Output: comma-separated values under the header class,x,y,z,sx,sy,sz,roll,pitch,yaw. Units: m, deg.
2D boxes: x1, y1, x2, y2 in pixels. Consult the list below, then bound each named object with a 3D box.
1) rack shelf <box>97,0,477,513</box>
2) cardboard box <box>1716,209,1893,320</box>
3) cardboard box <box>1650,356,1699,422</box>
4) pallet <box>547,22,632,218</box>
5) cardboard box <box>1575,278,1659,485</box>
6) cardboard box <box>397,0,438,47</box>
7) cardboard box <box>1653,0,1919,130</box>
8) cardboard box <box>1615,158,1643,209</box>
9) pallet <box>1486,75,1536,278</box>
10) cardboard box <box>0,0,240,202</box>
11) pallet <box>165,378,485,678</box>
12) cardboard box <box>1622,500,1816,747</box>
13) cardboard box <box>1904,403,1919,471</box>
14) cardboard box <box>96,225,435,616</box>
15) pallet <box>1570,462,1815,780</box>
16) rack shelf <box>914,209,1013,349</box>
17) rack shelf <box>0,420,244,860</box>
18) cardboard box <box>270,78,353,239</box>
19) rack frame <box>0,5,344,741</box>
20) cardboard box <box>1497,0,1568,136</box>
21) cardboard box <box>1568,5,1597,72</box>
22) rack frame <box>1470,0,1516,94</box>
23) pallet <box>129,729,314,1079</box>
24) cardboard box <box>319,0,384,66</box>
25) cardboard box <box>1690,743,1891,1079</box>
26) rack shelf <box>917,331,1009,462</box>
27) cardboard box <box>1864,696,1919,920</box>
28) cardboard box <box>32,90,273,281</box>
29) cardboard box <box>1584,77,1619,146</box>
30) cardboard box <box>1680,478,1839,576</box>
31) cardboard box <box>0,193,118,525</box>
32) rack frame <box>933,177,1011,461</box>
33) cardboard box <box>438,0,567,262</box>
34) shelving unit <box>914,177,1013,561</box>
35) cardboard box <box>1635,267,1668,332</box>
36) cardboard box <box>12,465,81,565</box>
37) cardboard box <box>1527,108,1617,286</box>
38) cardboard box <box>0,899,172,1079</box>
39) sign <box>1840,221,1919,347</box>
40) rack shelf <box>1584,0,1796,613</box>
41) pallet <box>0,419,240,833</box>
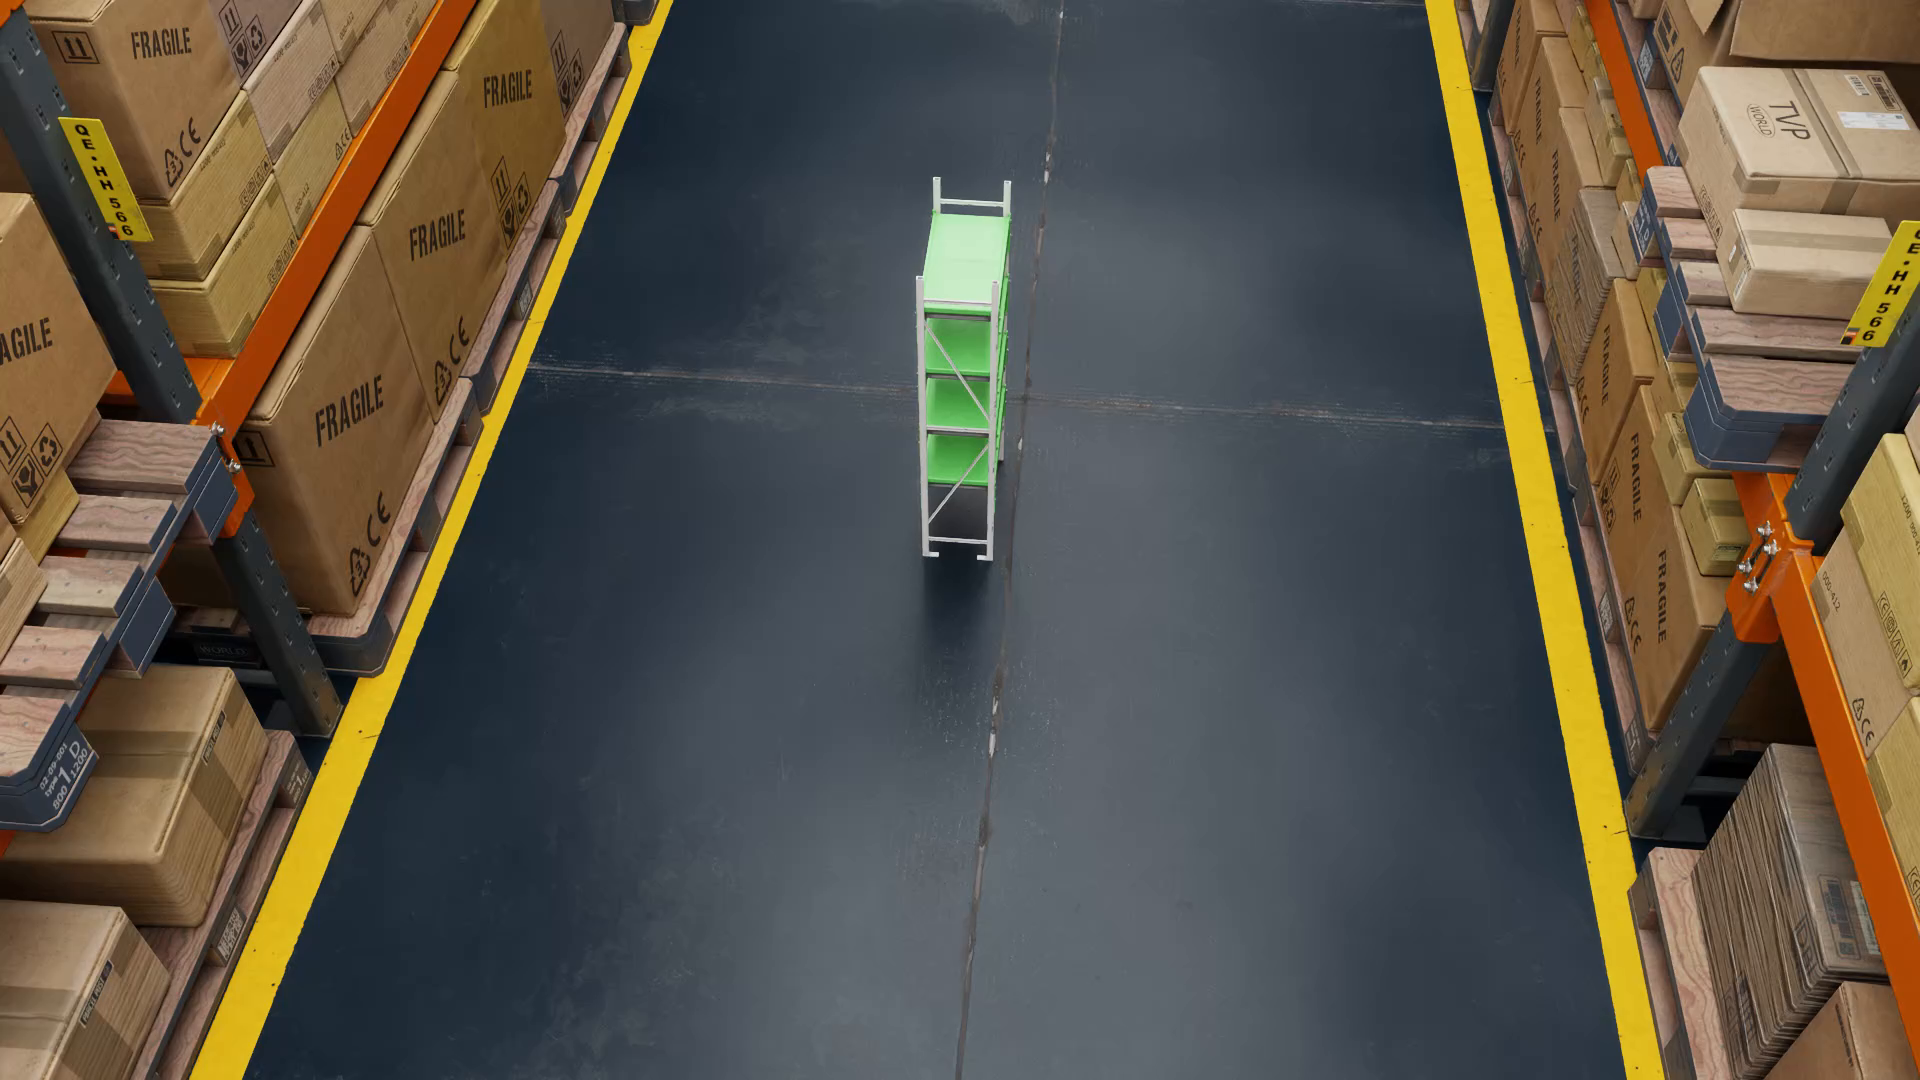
class,x,y,z,sx,sy,sz,roll,pitch,yaw
rack shelf,-2.269,-1.694,5.754,1.077,0.370,4.000,4,48,4
cardboard box,2.169,-0.702,4.245,0.380,0.149,0.250,5,48,4
cardboard box,2.346,-0.427,5.077,0.380,0.149,0.250,2,48,2
pallet,-2.082,-1.894,7.339,1.003,0.211,1.213,4,48,4
cardboard box,2.417,-0.511,5.594,0.500,0.500,0.500,6,48,5
cardboard box,-2.032,-1.886,5.544,0.500,0.250,0.500,4,48,4
cardboard box,2.456,-1.525,4.757,0.797,0.503,0.637,3,48,3
cardboard box,2.506,-1.183,5.769,0.380,0.149,0.250,4,48,4
pallet,2.820,-1.534,7.010,1.003,0.211,1.213,4,48,4
cardboard box,-2.163,-1.185,4.055,0.500,0.500,0.500,2,48,2
pallet,-2.305,-0.101,5.699,1.003,0.211,1.213,4,48,4
cardboard box,2.316,0.240,4.907,0.500,0.500,0.500,5,48,5
cardboard box,2.169,-0.175,3.370,0.380,0.149,0.250,5,48,5
cardboard box,-2.306,-0.394,5.233,0.875,0.875,0.875,3,48,3
pallet,2.597,0.259,5.370,1.003,0.211,1.213,4,48,4
rack shelf,0.015,-0.807,5.111,0.258,0.148,0.480,4,48,4
rack shelf,-2.634,1.245,3.066,1.077,0.370,4.000,4,48,4
cardboard box,-2.127,-1.138,4.860,0.500,0.250,0.500,3,48,2
rack frame,-2.452,-0.467,4.145,1.000,3.000,0.127,4,48,4
cardboard box,2.588,-2.034,6.987,0.500,0.500,0.500,6,48,5
cardboard box,2.598,-1.949,6.470,0.380,0.149,0.250,2,48,2
rack frame,2.856,-3.076,6.530,1.000,3.000,0.127,4,48,4
pallet,-2.524,1.048,4.649,1.003,0.211,1.213,4,48,4
cardboard box,-2.054,-1.686,5.023,0.500,0.250,0.500,4,48,3
cardboard box,2.421,0.981,4.145,0.875,0.625,0.625,5,48,5
rack shelf,0.015,-0.483,5.466,0.258,0.148,0.480,4,48,4
cardboard box,2.157,0.593,3.276,0.500,0.250,0.500,3,48,3
cardboard box,-2.160,-0.941,4.341,0.500,0.250,0.500,4,48,3
cardboard box,2.527,-1.566,6.119,0.380,0.149,0.250,4,48,3
cardboard box,2.284,-0.033,4.718,0.380,0.149,0.250,2,48,2
cardboard box,-2.216,-0.391,3.521,0.500,0.500,0.500,3,48,2
rack frame,0.037,-0.706,5.583,0.240,1.200,0.015,4,48,4
cardboard box,-2.139,-1.706,6.433,0.875,0.875,0.875,5,48,5
shelving unit,0.015,-0.527,5.419,0.258,1.200,0.503,4,48,4
cardboard box,2.438,-0.801,5.419,0.380,0.149,0.250,3,48,3
cardboard box,-2.200,-0.066,3.663,0.380,0.149,0.250,5,48,4
cardboard box,2.499,-1.275,6.293,0.500,0.500,0.500,3,48,2
cardboard box,-2.572,1.235,4.084,0.950,0.372,0.625,3,48,3
sign,1.950,-0.530,3.471,0.100,0.325,0.005,4,48,4
rack shelf,2.674,-1.363,5.452,1.077,0.370,4.000,4,48,4
pallet,-2.411,0.128,3.730,1.213,0.211,1.003,4,48,4
